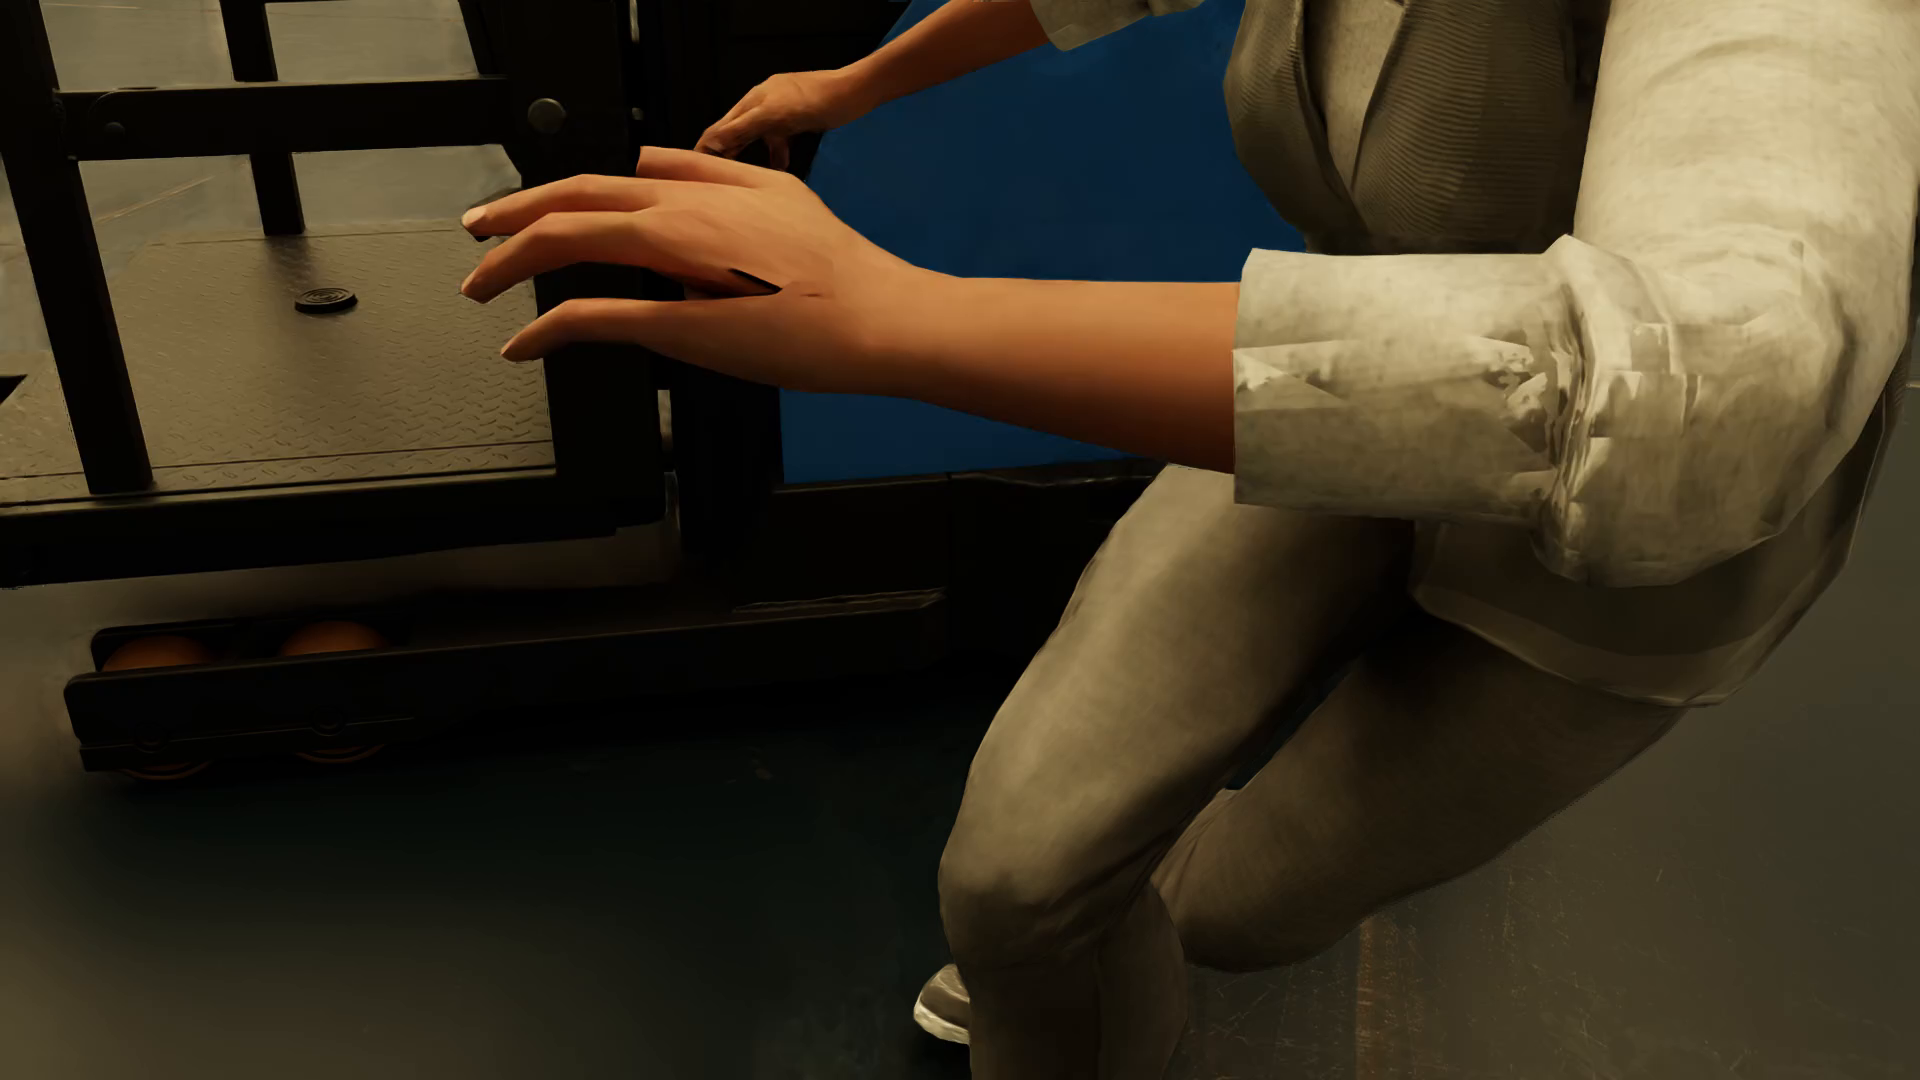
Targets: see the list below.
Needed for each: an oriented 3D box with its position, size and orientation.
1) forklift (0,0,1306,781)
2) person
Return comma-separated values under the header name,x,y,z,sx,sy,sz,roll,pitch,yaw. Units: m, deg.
name,x,y,z,sx,sy,sz,roll,pitch,yaw
forklift,-0.741,-1.285,1.794,3.031,2.935,1.130,-5,27,-9
person,0.090,0.012,0.938,0.820,1.368,0.848,-21,34,-36
